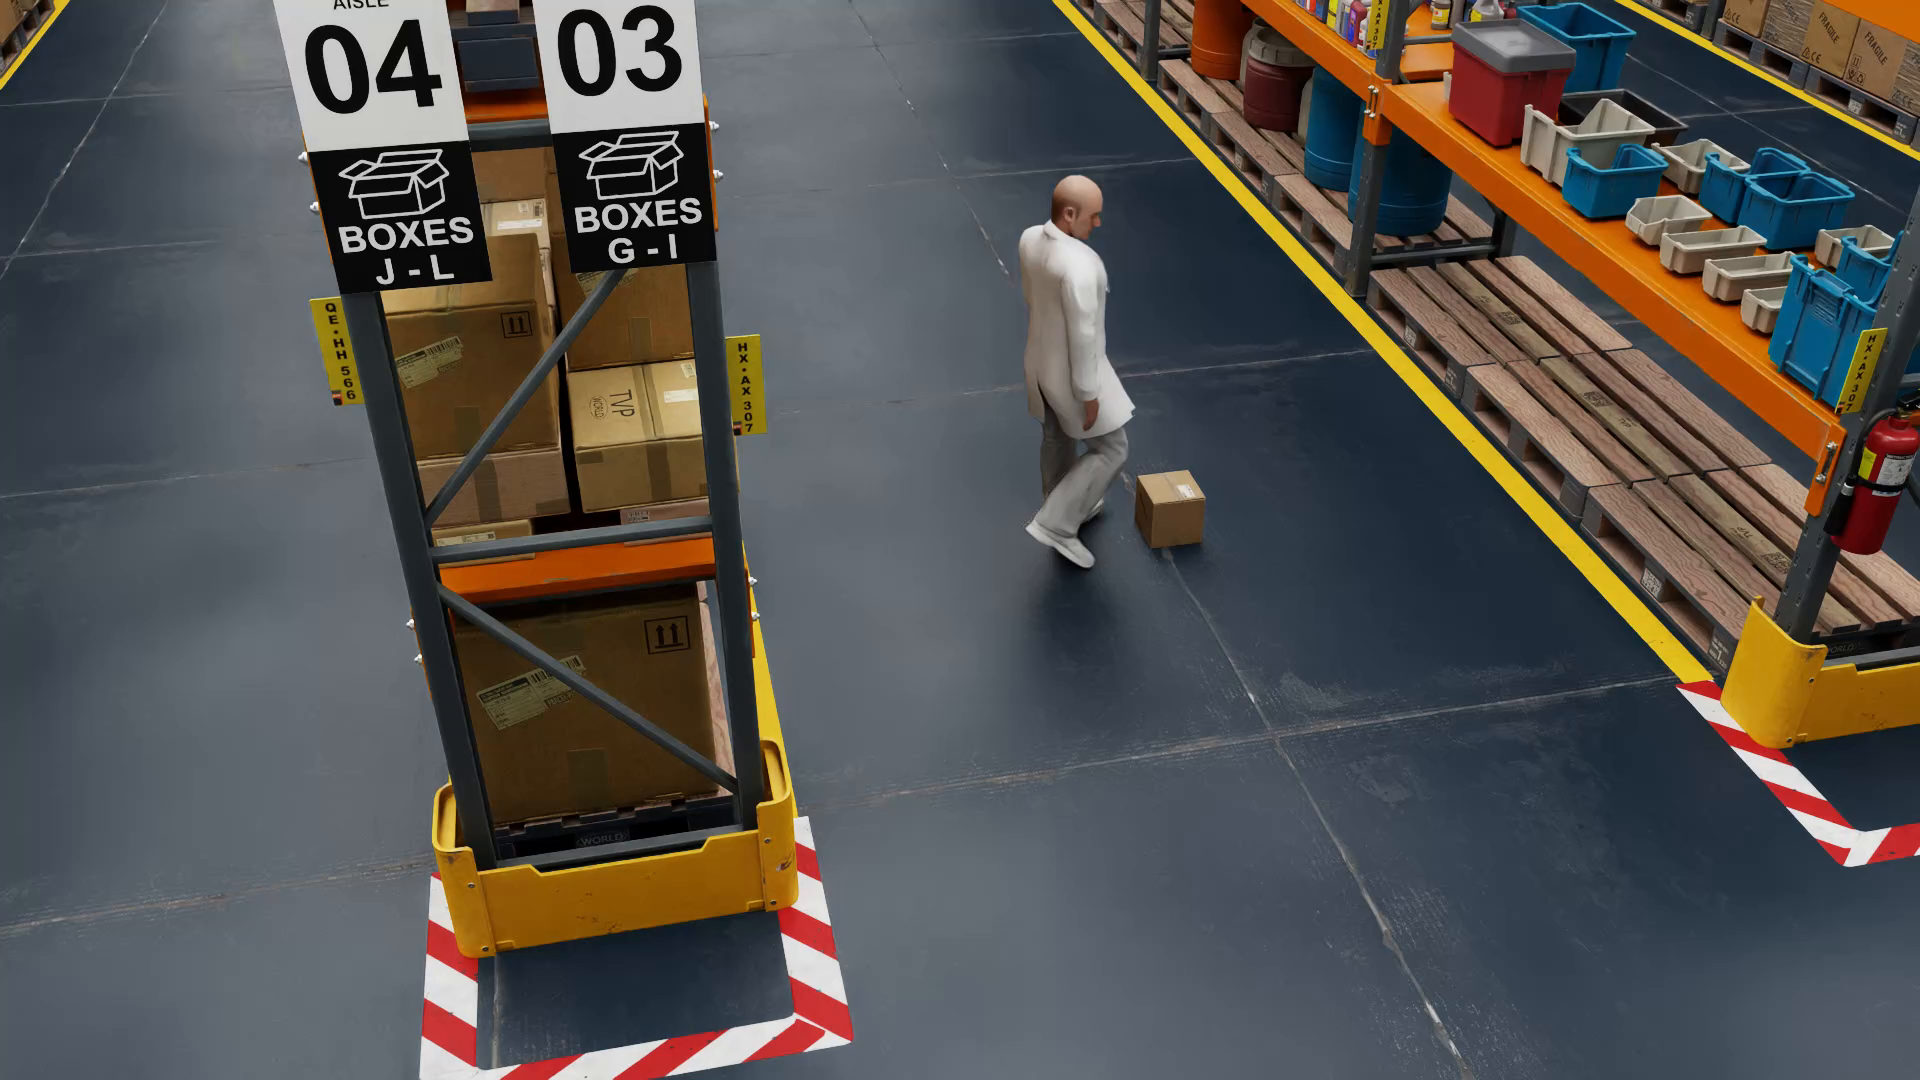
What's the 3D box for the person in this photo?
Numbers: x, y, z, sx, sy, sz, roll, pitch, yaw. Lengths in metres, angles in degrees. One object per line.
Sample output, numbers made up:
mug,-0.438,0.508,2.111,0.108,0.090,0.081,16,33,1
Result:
person,0.492,-0.740,7.248,0.567,1.789,0.664,-17,37,-23
